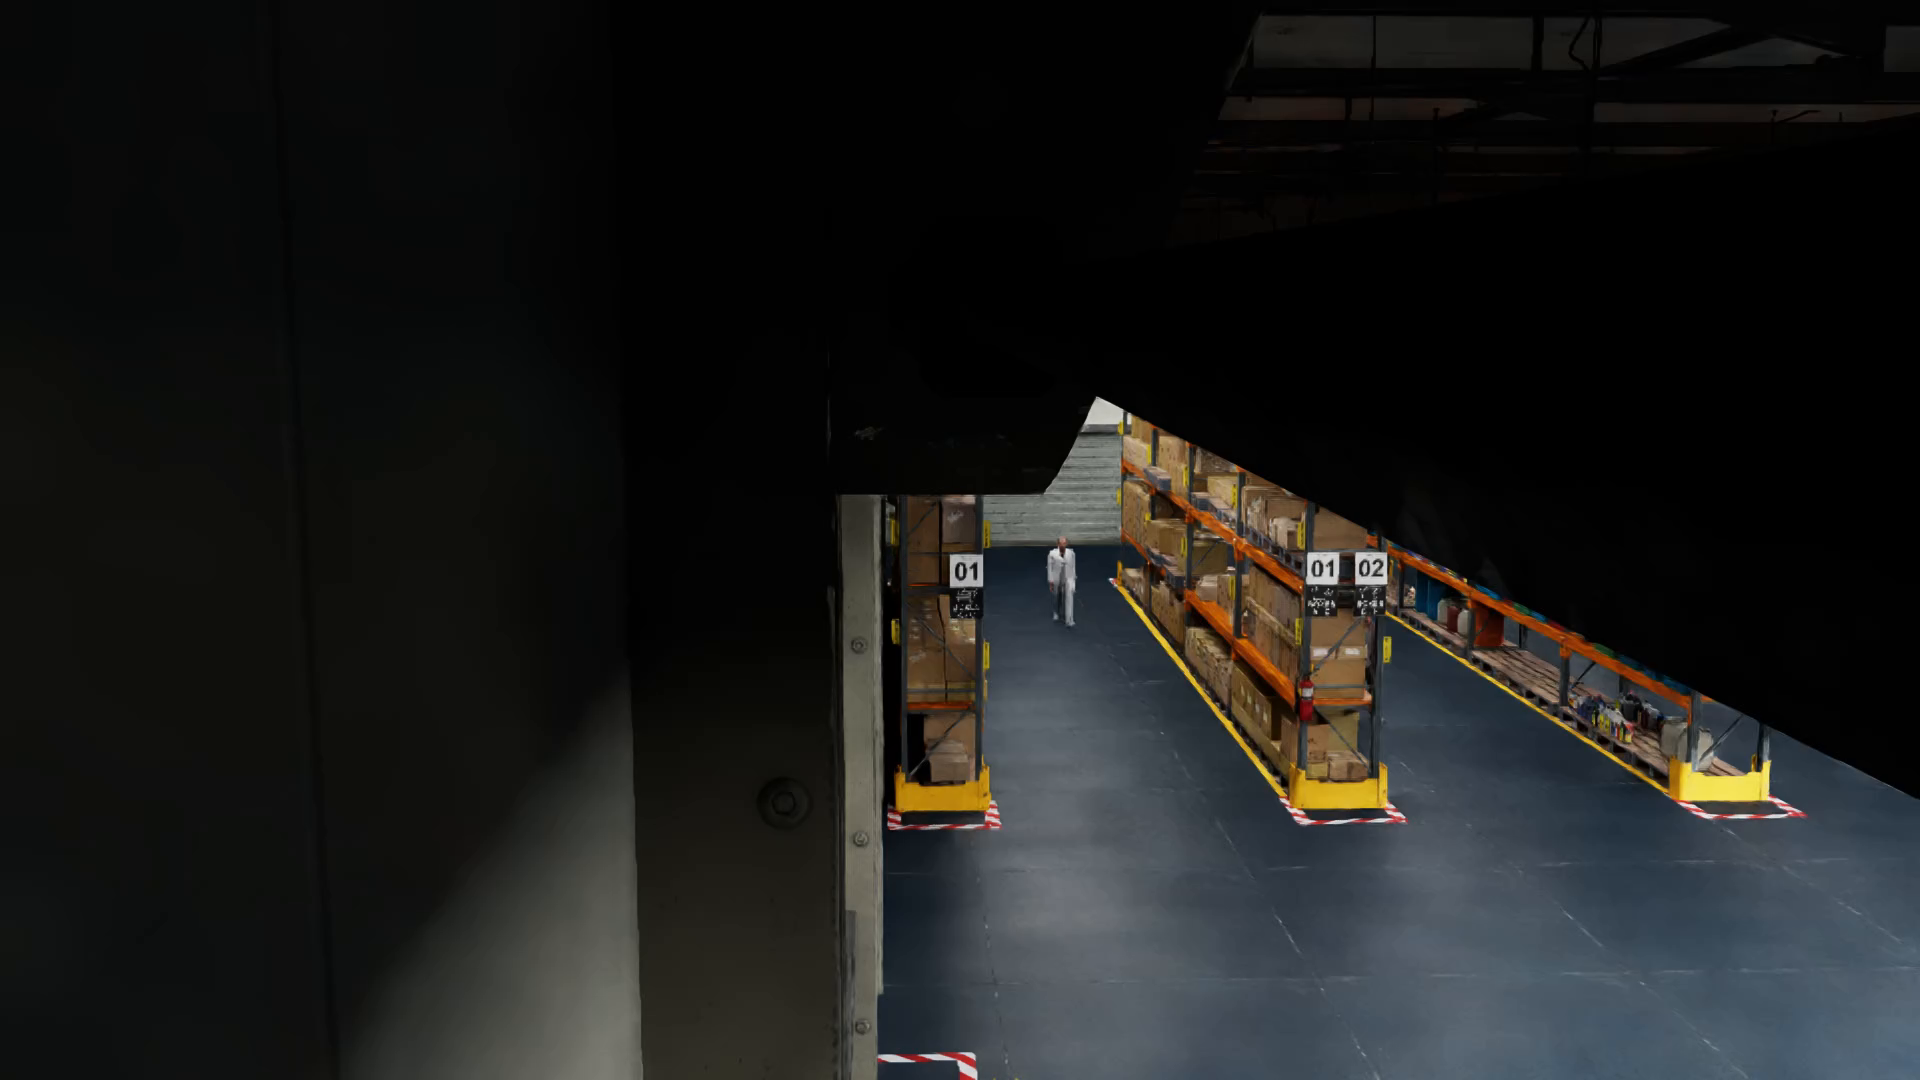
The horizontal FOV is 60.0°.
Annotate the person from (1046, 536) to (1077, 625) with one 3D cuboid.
[{"bbox_3d":[1.964,0.756,32.042,0.598,1.698,1.194,0,8,-1],"label":"person"}]

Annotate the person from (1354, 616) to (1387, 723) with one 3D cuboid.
[{"bbox_3d":[6.020,1.829,24.794,0.598,1.698,1.193,0,8,0],"label":"person"}]
